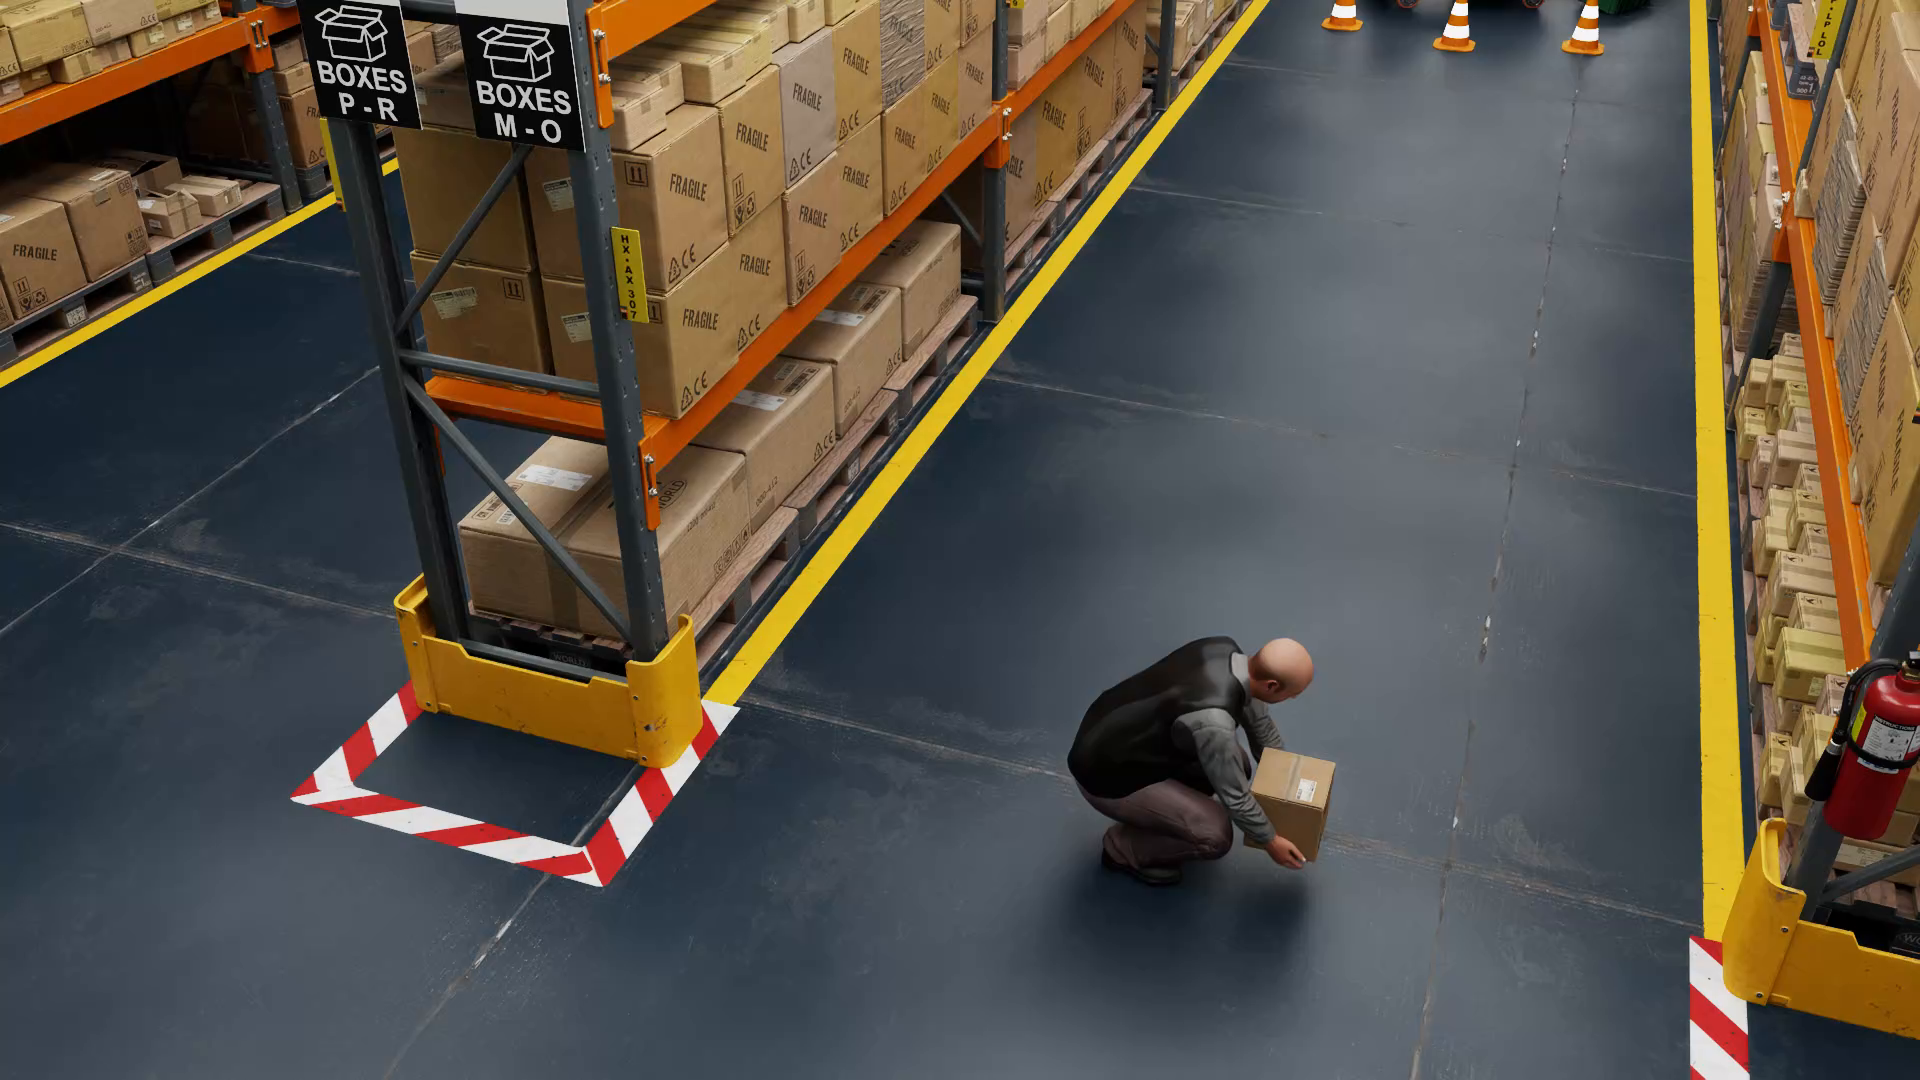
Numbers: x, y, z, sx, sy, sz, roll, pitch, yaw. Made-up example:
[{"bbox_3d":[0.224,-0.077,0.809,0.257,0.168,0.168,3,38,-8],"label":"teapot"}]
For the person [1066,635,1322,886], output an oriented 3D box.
[{"bbox_3d":[0.831,0.725,5.748,0.857,0.973,0.522,10,34,16],"label":"person"}]
